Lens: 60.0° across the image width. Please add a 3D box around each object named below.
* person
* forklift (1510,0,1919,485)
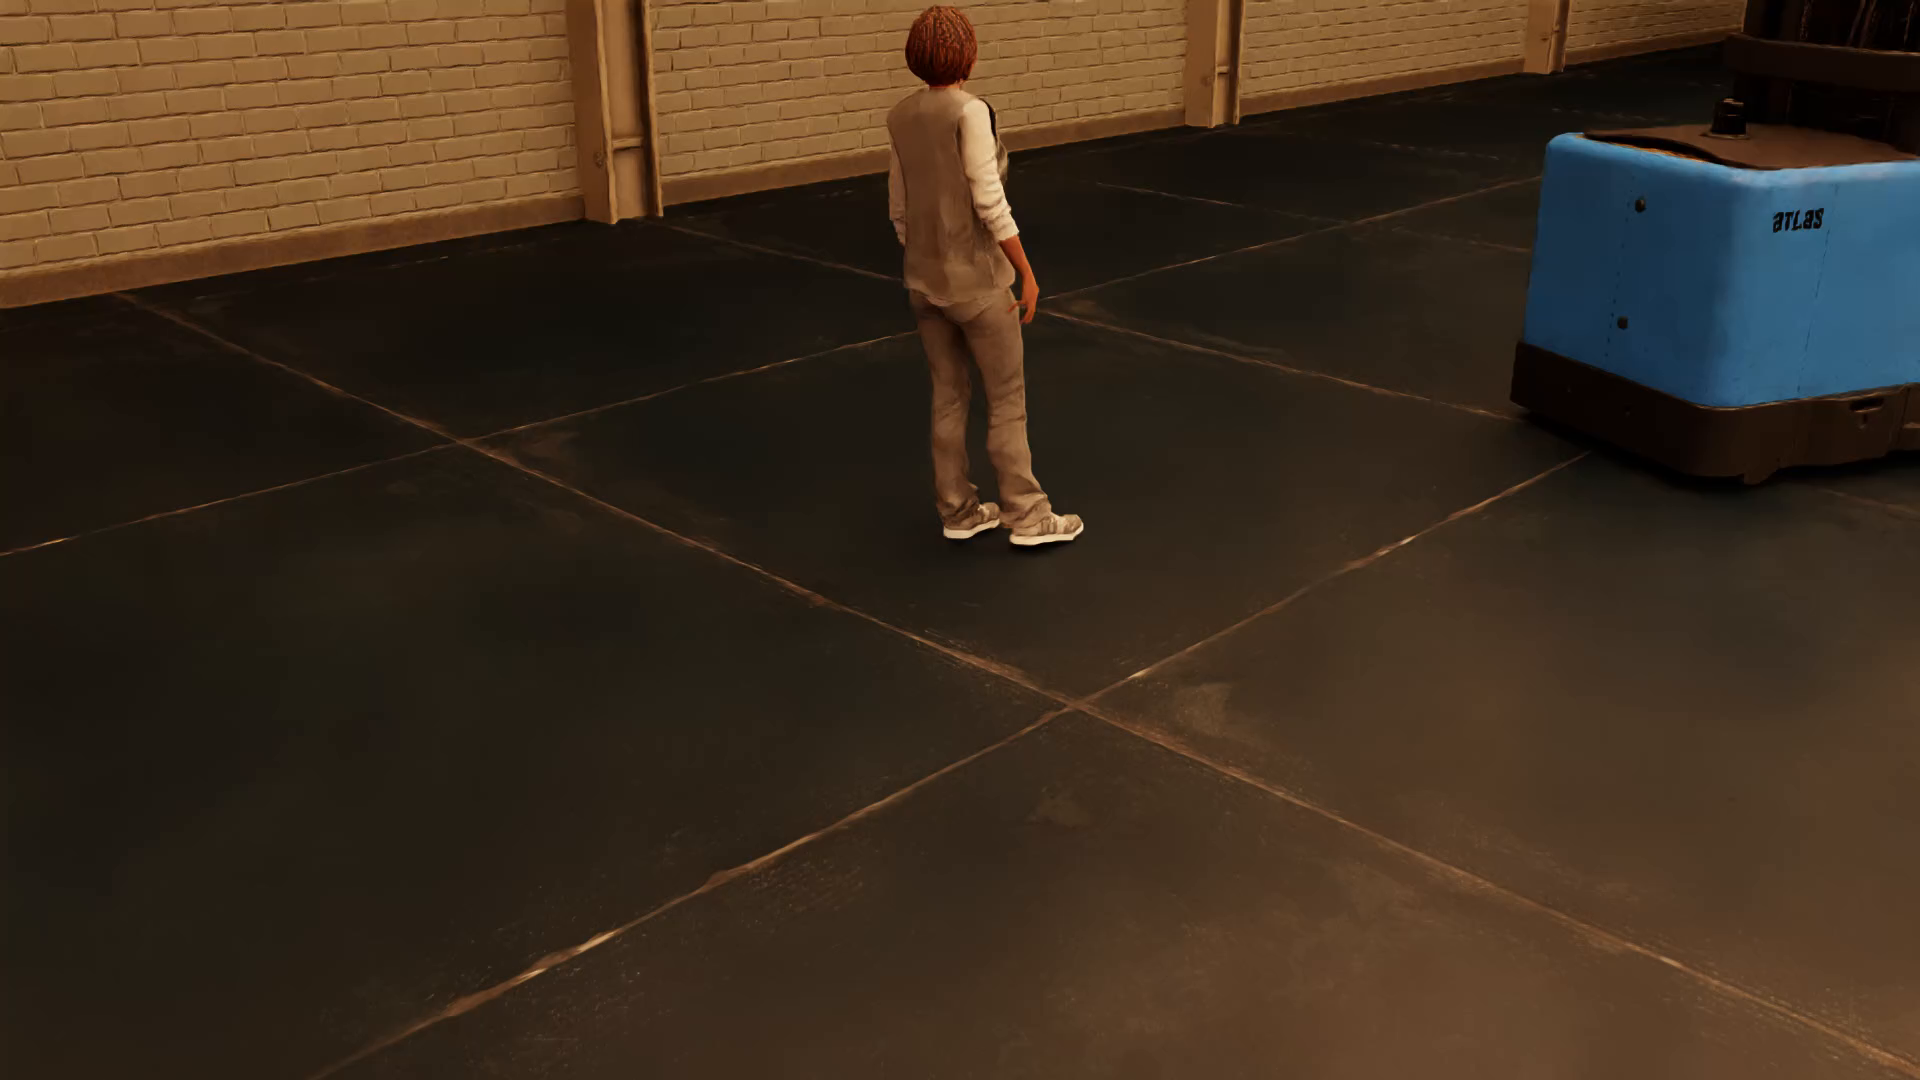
[{"bbox_3d":[0.062,-0.765,4.965,0.521,1.597,0.474,20,29,41],"label":"person"},{"bbox_3d":[3.682,-1.875,5.978,3.031,2.935,1.130,-8,23,-20],"label":"forklift"}]
